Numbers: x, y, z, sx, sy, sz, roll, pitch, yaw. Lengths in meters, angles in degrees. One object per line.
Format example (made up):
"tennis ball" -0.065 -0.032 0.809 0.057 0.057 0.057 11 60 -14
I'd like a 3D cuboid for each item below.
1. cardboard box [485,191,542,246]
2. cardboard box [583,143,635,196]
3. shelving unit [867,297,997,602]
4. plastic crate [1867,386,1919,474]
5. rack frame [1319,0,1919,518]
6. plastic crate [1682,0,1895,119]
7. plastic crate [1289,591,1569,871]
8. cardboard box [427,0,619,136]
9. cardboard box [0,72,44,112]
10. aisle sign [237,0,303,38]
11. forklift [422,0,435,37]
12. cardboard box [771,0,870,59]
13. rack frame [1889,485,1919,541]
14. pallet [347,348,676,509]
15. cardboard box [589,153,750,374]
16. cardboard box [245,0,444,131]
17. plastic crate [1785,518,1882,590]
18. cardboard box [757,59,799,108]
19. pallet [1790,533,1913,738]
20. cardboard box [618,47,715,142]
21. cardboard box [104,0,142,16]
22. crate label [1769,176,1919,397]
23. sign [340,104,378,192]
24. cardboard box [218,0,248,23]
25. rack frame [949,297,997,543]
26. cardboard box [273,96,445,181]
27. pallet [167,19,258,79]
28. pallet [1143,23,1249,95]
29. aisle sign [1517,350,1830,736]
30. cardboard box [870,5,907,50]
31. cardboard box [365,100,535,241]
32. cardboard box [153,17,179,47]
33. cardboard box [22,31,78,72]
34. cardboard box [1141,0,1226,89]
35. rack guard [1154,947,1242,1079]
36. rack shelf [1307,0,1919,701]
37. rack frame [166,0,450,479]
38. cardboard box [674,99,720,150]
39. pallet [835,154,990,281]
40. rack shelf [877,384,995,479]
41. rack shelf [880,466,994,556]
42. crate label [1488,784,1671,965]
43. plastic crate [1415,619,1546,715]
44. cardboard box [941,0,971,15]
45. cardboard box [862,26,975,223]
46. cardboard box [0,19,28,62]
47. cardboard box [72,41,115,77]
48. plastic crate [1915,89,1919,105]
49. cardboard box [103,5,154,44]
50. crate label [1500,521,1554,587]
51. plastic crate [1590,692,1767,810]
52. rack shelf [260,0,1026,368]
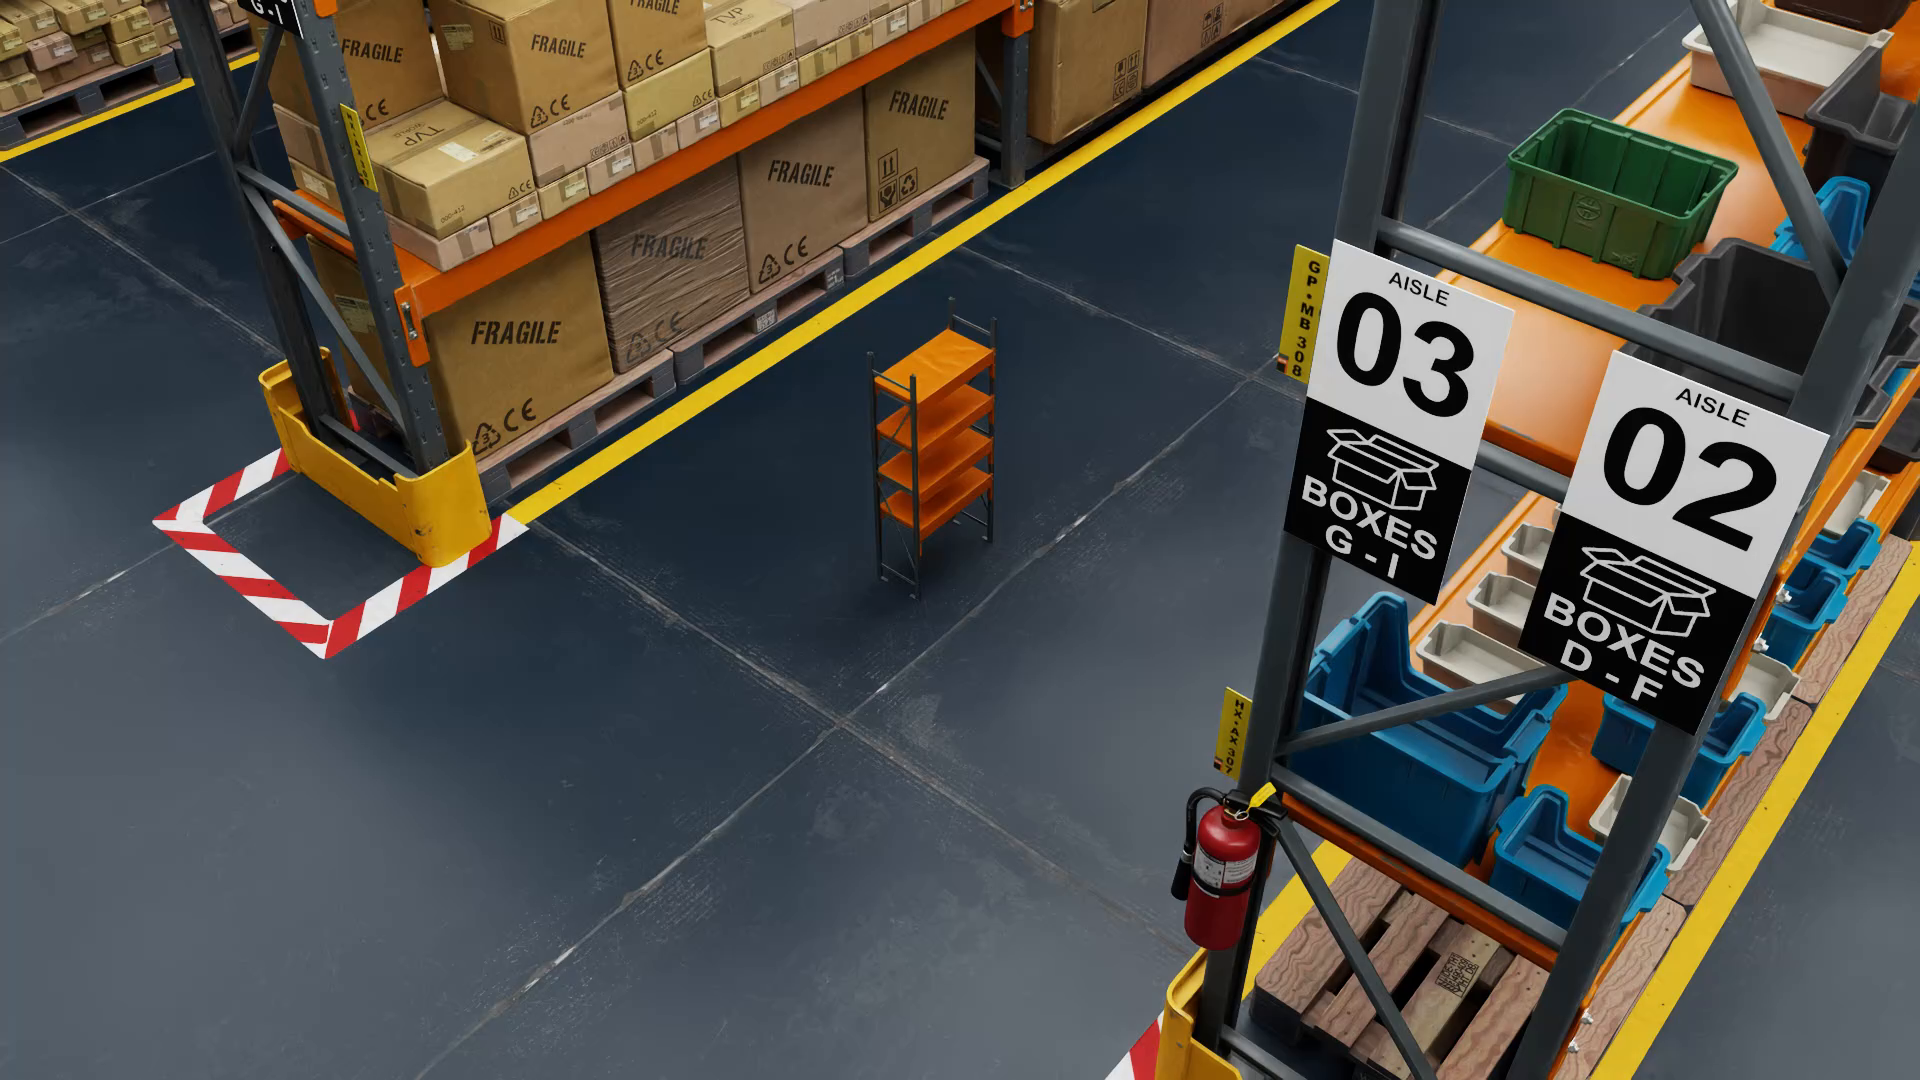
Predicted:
"cardboard box" -1.970 -1.402 6.931 0.380 0.149 0.250 29 50 28
"cardboard box" -1.638 -1.669 7.225 0.380 0.149 0.250 29 50 28
"shelving unit" -0.107 -0.359 6.935 0.258 1.200 0.503 29 50 28
"plastic crate" 3.236 -0.465 5.874 0.437 0.125 0.590 29 50 28
"rack frame" 1.176 -1.398 2.280 1.000 3.000 0.127 29 50 28
"plastic crate" 2.316 -1.362 4.666 0.437 0.136 0.530 29 50 28
"plastic crate" 1.249 0.533 4.545 0.616 0.435 0.499 29 50 28
"cardboard box" -1.778 -2.042 6.782 0.500 0.500 0.500 28 49 28
"cardboard box" -5.764 -2.754 10.038 0.380 0.149 0.250 31 50 29
"aisle sign" -2.432 -2.117 5.599 0.394 0.787 0.004 29 50 28
"forklift" -3.355 -3.809 9.442 1.130 2.935 3.031 -19 46 -20
"cardboard box" -0.783 -2.565 7.914 0.500 0.250 0.500 31 50 29
"rack frame" 3.750 -1.238 6.564 1.000 3.000 0.127 29 50 28
"pallet" -2.160 -0.736 8.085 1.003 0.211 1.213 29 50 28
"cardboard box" -1.679 -1.524 8.146 0.875 0.875 0.875 29 50 28
"cardboard box" -2.502 -2.019 6.756 0.500 0.500 0.500 30 50 29
"plastic crate" 2.627 0.045 5.233 0.416 0.233 0.300 29 50 28
"cardboard box" -0.977 -2.198 7.806 0.380 0.149 0.250 30 50 29
"pallet" 3.307 0.189 7.067 1.003 0.211 1.213 29 50 28
"cardboard box" -1.444 -2.035 7.331 0.500 0.250 0.500 28 49 27
"cardboard box" -5.307 -3.397 10.304 0.380 0.149 0.250 27 49 27
"crate label" 2.017 -0.568 3.708 0.408 0.251 0.502 29 50 28
"sign" -2.194 -1.429 6.071 0.100 0.325 0.005 29 50 28
"cardboard box" -4.779 -3.556 10.920 0.380 0.149 0.250 30 50 28
"rack frame" 0.050 -0.484 7.073 0.240 1.200 0.015 29 50 28
"cardboard box" -2.506 -1.741 7.008 0.500 0.250 0.500 29 50 28
"pallet" -4.962 -3.558 11.188 1.003 0.211 1.213 29 50 28
"pallet" 1.183 -3.411 11.027 1.003 0.211 1.213 29 50 28
"aisle sign" 1.357 0.026 3.242 0.394 0.787 0.004 29 50 28
"cardboard box" -0.482 -2.593 8.241 0.380 0.149 0.250 30 50 29
"cardboard box" -2.099 -1.507 6.751 0.500 0.250 0.500 28 49 27
"cardboard box" -5.164 -3.312 10.652 0.380 0.149 0.250 30 50 29
"cardboard box" -5.593 -3.008 10.096 0.380 0.149 0.250 29 50 28
"cardboard box" 0.930 -3.550 10.374 1.225 0.875 0.875 28 49 27
"rack guard" 1.171 1.765 5.120 1.175 0.500 0.348 29 50 28
"rack shelf" 2.463 -1.052 4.664 1.077 0.370 4.000 29 50 28
"rack frame" -2.615 -1.322 6.657 1.000 3.000 0.127 29 50 28
"cardboard box" -1.308 -1.933 7.515 0.380 0.149 0.250 29 50 28
"pallet" -0.590 -1.993 9.467 1.003 0.211 1.213 29 50 28
"rack shelf" -0.107 -0.474 6.830 0.258 0.148 0.480 29 50 28
"rack shelf" -0.107 -0.162 7.114 0.258 0.148 0.480 29 50 28
"crate label" 1.587 0.877 4.318 0.416 0.233 0.303 29 50 28
"plastic crate" 1.562 0.399 4.915 0.396 0.136 0.243 29 50 28
"cardboard box" -0.152 -2.857 8.532 0.380 0.149 0.250 30 50 29
"cardboard box" -0.527 -2.446 9.160 0.875 0.875 0.875 29 50 28
"cardboard box" -5.749 -2.965 9.829 0.380 0.149 0.250 27 49 27
"cardboard box" -5.504 -3.055 10.369 0.380 0.149 0.250 30 50 29
"plastic crate" 2.839 -1.252 4.437 0.437 0.282 0.530 29 50 28
"cardboard box" -5.255 -3.257 10.371 0.380 0.149 0.250 31 51 30
"crate label" 1.920 0.102 5.242 0.396 0.136 0.243 29 50 28
"plastic crate" 2.011 0.538 4.691 0.416 0.233 0.300 29 50 28
"rack shelf" -1.328 -2.086 8.032 1.077 0.370 4.000 29 50 28
